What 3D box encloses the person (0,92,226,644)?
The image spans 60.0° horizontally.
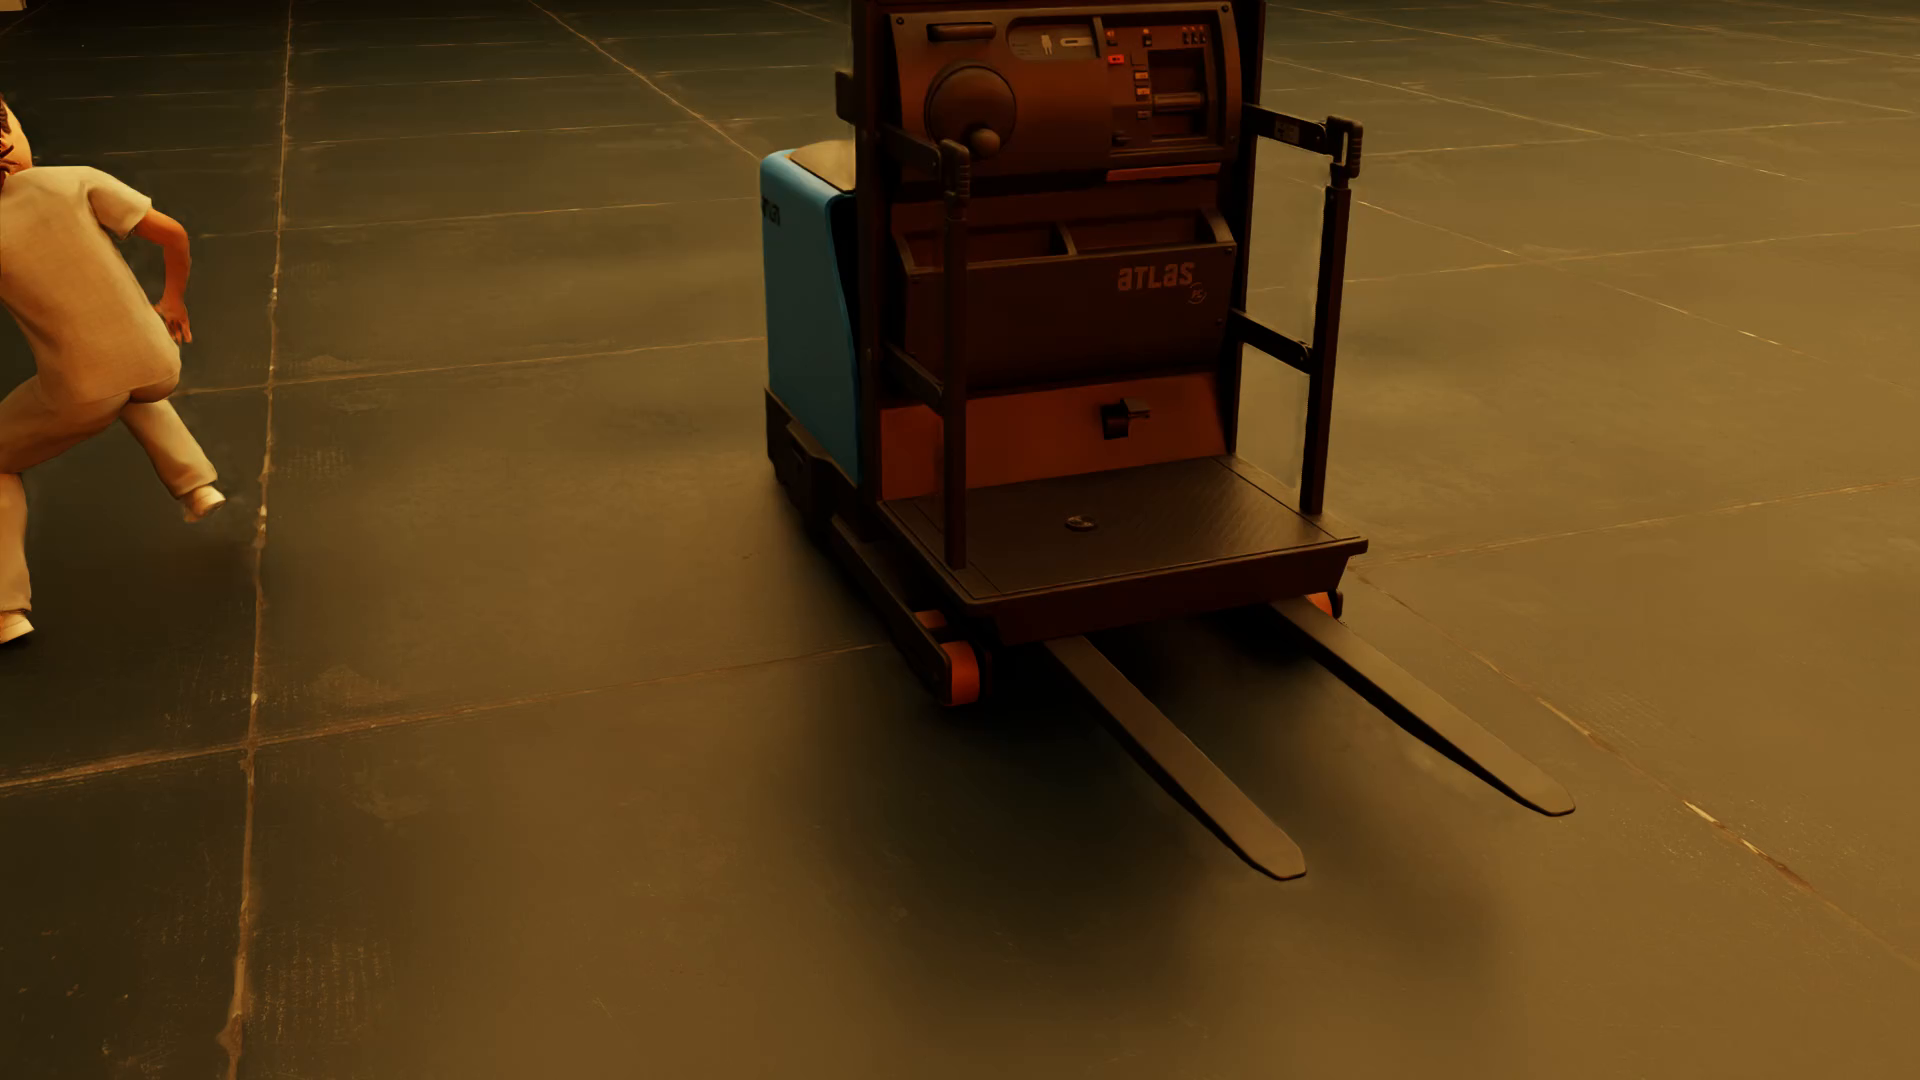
[{"bbox_3d":[-2.420,-0.482,4.458,0.764,1.446,0.597,-21,30,-40],"label":"person"}]

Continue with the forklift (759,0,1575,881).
[{"bbox_3d":[0.354,-1.121,3.964,1.130,2.935,3.031,-8,24,-19],"label":"forklift"}]
